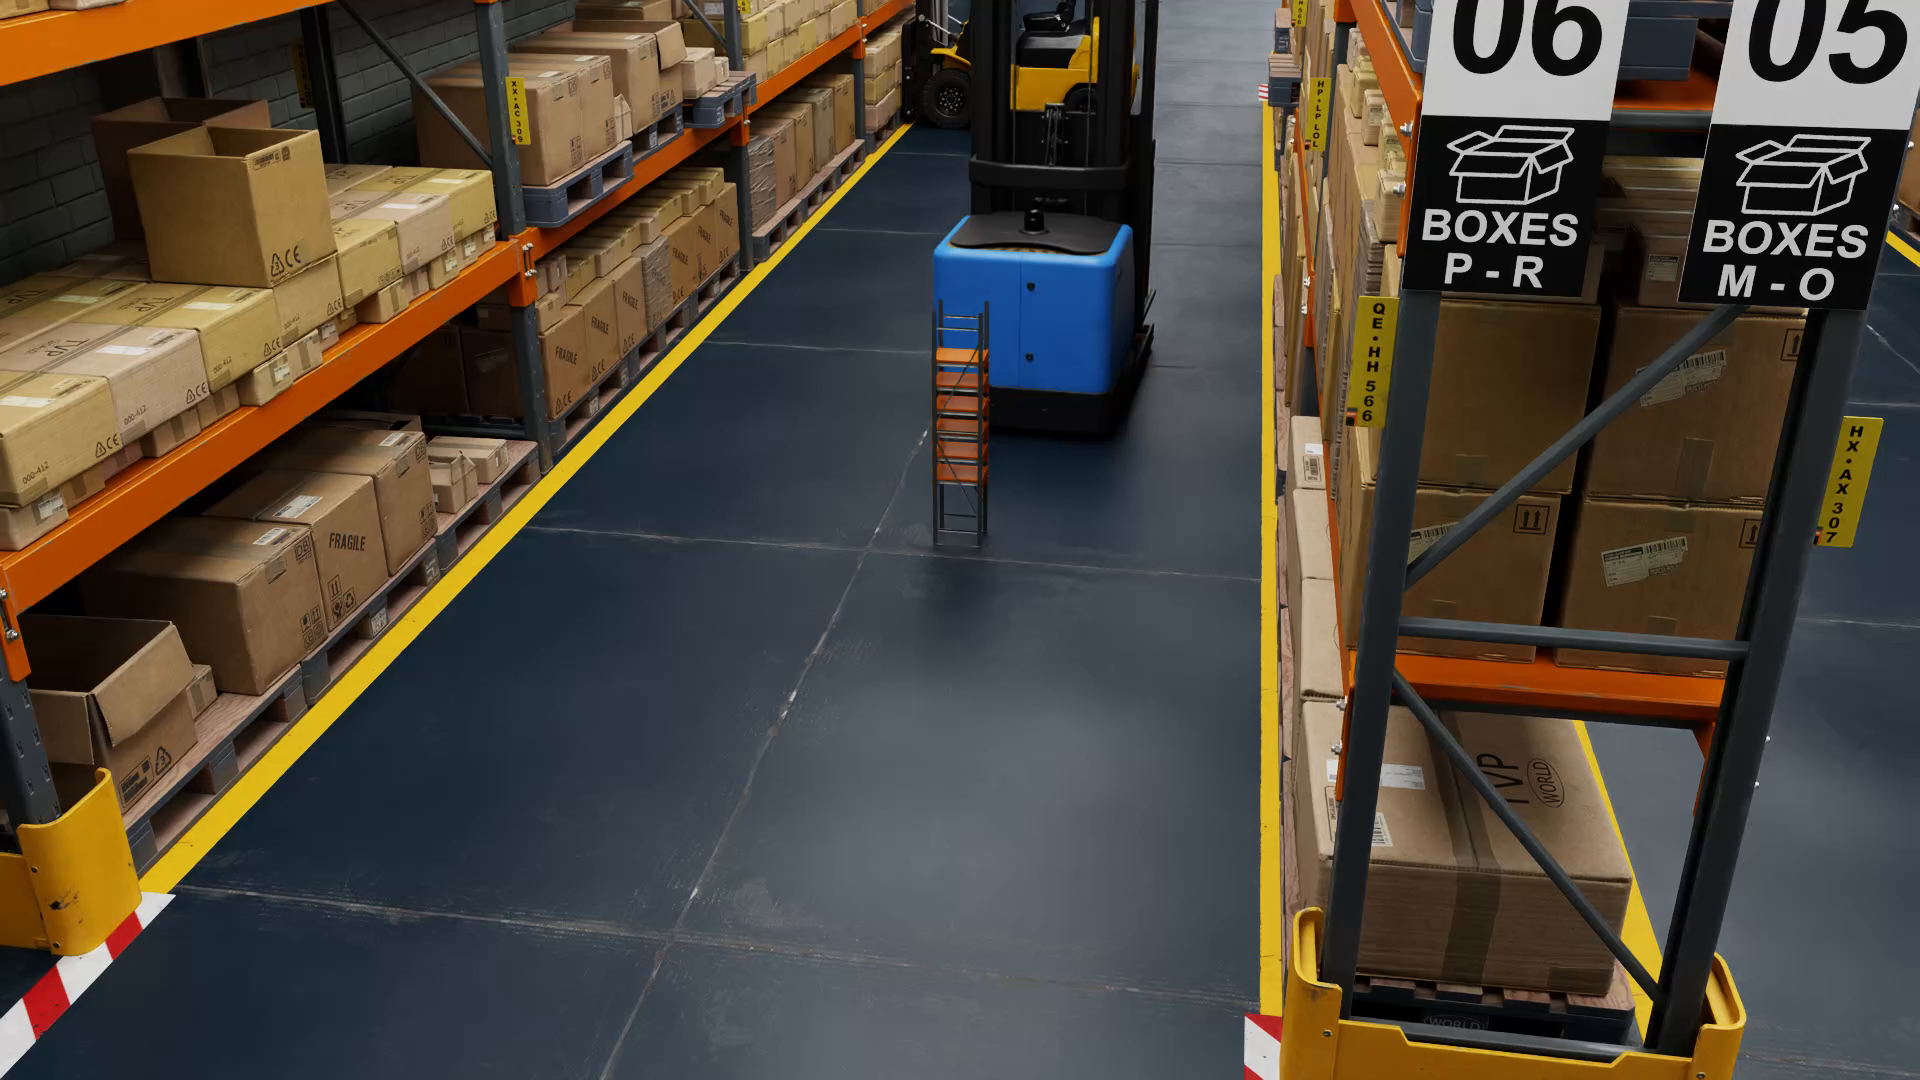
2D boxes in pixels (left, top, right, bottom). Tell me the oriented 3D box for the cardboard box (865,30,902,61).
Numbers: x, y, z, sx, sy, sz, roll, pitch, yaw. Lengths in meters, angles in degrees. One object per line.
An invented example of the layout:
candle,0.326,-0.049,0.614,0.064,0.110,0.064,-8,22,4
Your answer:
cardboard box,-0.865,-5.108,17.193,0.500,0.250,0.500,5,26,10

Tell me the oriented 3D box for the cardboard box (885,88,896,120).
cardboard box,-0.944,-4.446,16.957,0.500,0.250,0.500,3,25,7

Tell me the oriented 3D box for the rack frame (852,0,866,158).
rack frame,-1.417,-5.108,15.624,1.000,3.000,0.127,4,25,9

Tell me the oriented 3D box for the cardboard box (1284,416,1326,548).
cardboard box,1.964,-0.194,7.654,0.875,0.438,0.875,4,25,8

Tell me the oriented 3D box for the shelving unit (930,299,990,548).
shelving unit,0.002,-0.549,8.009,0.258,1.200,0.189,4,25,9

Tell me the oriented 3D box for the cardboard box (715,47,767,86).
cardboard box,-1.757,-3.536,12.442,0.500,0.250,0.500,4,25,9

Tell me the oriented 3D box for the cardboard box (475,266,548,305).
cardboard box,-2.463,-1.384,9.006,0.380,0.149,0.250,4,25,8

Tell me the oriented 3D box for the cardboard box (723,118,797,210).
cardboard box,-1.857,-3.083,13.605,0.875,0.625,0.625,5,26,10

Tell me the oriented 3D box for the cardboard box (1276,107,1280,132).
cardboard box,3.389,-4.200,16.432,0.500,0.250,0.500,3,25,7

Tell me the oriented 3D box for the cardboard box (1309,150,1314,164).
cardboard box,2.158,-2.206,9.012,0.500,0.250,0.500,5,25,10

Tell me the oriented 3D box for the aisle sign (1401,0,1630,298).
aisle sign,1.202,-0.915,3.601,0.394,0.787,0.004,4,25,9

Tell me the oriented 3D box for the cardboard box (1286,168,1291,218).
cardboard box,3.041,-2.637,12.951,0.950,0.372,0.625,4,25,8

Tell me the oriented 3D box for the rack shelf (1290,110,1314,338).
rack shelf,2.500,-1.930,9.684,1.077,0.370,4.000,4,25,9

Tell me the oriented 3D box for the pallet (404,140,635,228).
pallet,-2.486,-2.002,9.215,1.003,0.211,1.213,4,25,9

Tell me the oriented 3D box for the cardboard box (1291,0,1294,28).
cardboard box,2.782,-4.100,12.507,0.500,0.500,0.500,2,25,5

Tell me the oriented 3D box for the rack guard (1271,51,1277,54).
rack guard,4.122,-5.275,18.929,1.175,0.500,0.348,4,25,9

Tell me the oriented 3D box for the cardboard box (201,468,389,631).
cardboard box,-2.822,0.035,7.091,0.500,0.500,0.500,4,25,9

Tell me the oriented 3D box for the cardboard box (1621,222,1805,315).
cardboard box,1.850,-0.668,4.076,0.380,0.149,0.250,5,25,10

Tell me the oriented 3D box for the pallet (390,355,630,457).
pallet,-2.629,-0.842,9.800,1.003,0.211,1.213,4,25,9

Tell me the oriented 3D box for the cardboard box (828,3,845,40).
cardboard box,-1.318,-4.600,14.717,0.500,0.250,0.500,4,25,8

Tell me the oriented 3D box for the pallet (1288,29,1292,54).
pallet,3.110,-3.836,13.134,1.003,0.211,1.213,4,25,9

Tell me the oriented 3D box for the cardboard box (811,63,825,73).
cardboard box,-1.528,-4.725,16.374,0.500,0.250,0.500,5,25,10

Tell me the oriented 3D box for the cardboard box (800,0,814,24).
cardboard box,-1.513,-4.404,13.709,0.500,0.250,0.500,4,25,9

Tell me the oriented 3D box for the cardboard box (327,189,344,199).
cardboard box,-3.147,-1.430,7.593,0.500,0.250,0.500,4,25,8

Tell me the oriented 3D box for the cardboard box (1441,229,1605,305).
cardboard box,1.380,-0.703,4.150,0.380,0.149,0.250,4,25,9

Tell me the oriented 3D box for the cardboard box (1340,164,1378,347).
cardboard box,1.504,-0.890,5.316,0.500,0.500,0.500,4,25,8

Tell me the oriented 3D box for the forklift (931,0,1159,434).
forklift,0.660,-2.523,10.184,1.130,2.935,3.031,5,26,11

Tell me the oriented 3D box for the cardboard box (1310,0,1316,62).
cardboard box,2.433,-3.193,10.236,0.500,0.500,0.500,4,25,9

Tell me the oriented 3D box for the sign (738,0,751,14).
sign,-1.534,-3.890,11.749,0.100,0.325,0.005,4,25,9

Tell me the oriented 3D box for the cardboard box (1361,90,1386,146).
cardboard box,1.598,-1.462,5.772,0.380,0.149,0.250,4,25,9

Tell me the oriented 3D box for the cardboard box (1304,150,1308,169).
cardboard box,2.340,-2.402,10.021,0.500,0.250,0.500,5,26,10

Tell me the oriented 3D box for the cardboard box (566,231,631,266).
cardboard box,-2.252,-1.796,10.236,0.380,0.149,0.250,5,26,10

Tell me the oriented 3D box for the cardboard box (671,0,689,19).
cardboard box,-2.217,-3.924,12.212,0.380,0.149,0.250,5,26,10

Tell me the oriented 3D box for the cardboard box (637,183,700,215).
cardboard box,-2.002,-2.339,11.397,0.380,0.149,0.250,3,25,7

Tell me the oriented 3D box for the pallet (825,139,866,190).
pallet,-1.499,-3.534,15.551,1.003,0.211,1.213,4,25,9

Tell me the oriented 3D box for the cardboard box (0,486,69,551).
cardboard box,-3.054,-0.094,5.208,0.380,0.149,0.250,4,25,8

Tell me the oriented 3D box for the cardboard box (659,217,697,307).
cardboard box,-2.103,-1.874,11.168,0.500,0.500,0.500,5,26,11

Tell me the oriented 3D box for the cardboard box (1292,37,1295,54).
cardboard box,2.666,-3.653,12.316,0.380,0.149,0.250,3,25,6

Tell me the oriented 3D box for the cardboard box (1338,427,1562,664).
cardboard box,1.337,-0.012,4.620,0.500,0.500,0.500,4,25,9

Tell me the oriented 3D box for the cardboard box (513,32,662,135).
cardboard box,-2.212,-2.729,9.929,0.700,0.500,0.500,4,25,8

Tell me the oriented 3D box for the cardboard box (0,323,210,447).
cardboard box,-2.956,-0.538,5.687,0.500,0.250,0.500,4,25,9

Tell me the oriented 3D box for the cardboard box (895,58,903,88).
cardboard box,-0.860,-4.880,17.296,0.500,0.250,0.500,4,25,8

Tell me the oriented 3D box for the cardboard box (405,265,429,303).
cardboard box,-2.637,-1.169,7.505,0.380,0.149,0.250,5,25,10

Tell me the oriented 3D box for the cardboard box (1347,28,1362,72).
cardboard box,1.865,-2.097,7.130,0.380,0.149,0.250,4,25,8

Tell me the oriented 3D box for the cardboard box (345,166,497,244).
cardboard box,-2.567,-1.599,7.954,0.500,0.250,0.500,5,25,10

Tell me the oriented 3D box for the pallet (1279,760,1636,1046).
pallet,1.573,1.176,5.488,1.003,0.211,1.213,4,25,9

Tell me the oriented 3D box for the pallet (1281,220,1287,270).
pallet,2.956,-2.156,12.608,1.003,0.211,1.213,4,25,9

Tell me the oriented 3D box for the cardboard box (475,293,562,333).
cardboard box,-2.404,-1.245,9.060,0.380,0.149,0.250,5,26,11

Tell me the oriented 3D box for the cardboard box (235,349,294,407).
cardboard box,-2.794,-0.629,6.352,0.380,0.149,0.250,3,25,7

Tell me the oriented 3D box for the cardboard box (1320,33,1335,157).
cardboard box,1.998,-2.122,7.948,0.500,0.500,0.500,5,26,10

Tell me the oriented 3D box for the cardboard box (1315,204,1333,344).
cardboard box,1.752,-1.077,6.894,0.500,0.500,0.500,4,25,9

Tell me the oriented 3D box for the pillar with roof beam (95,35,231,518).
pillar with roof beam,0.519,-3.952,6.078,9.100,9.000,0.400,4,25,9

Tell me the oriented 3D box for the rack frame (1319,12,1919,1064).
rack frame,1.519,0.253,4.171,1.000,3.000,0.127,4,25,9

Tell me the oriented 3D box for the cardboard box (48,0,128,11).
cardboard box,-2.879,-1.766,5.242,0.380,0.149,0.250,5,25,10

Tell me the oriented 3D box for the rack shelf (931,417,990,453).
rack shelf,0.002,-0.509,8.027,0.258,0.103,0.180,4,25,9
